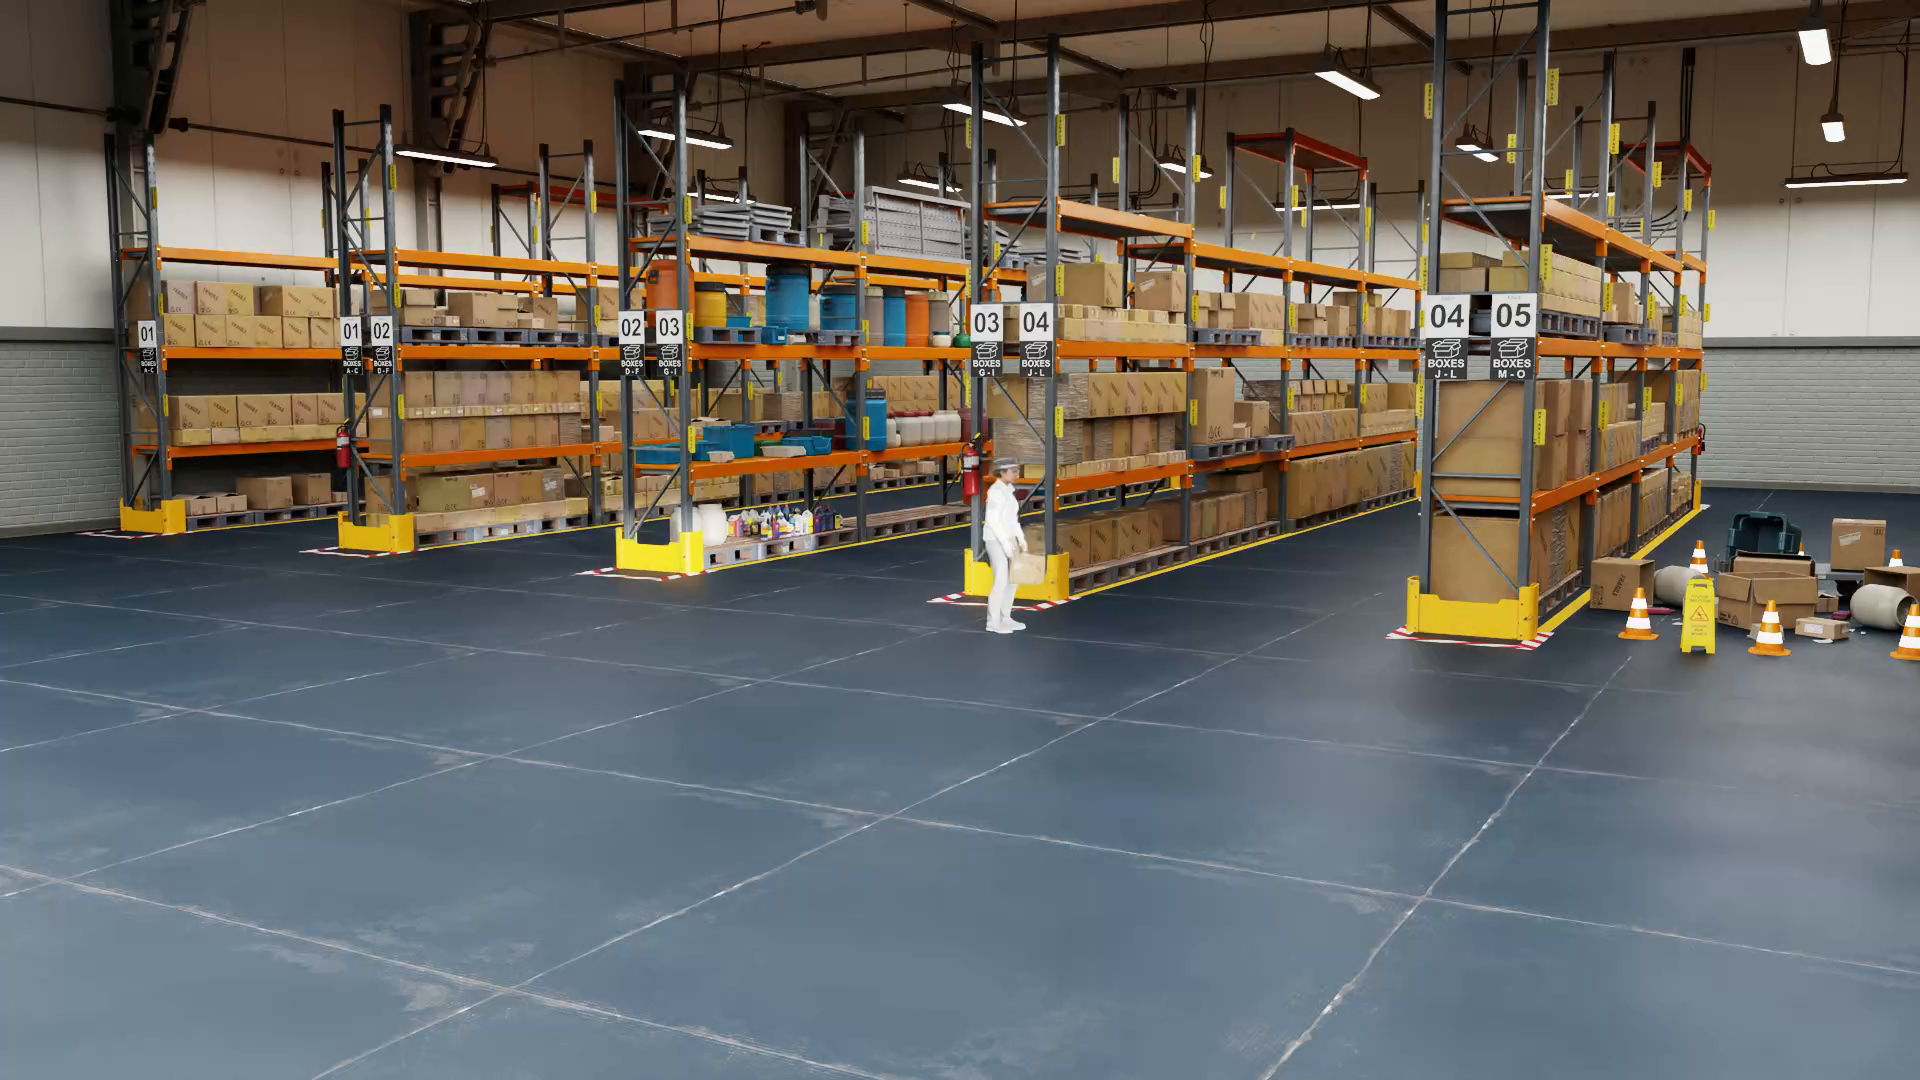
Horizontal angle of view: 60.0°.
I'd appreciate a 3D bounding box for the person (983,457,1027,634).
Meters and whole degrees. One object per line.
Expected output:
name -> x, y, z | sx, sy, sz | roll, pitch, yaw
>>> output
person -> 0.421, 0.034, 15.965 | 0.360, 1.676, 0.505 | 3, 7, 27
